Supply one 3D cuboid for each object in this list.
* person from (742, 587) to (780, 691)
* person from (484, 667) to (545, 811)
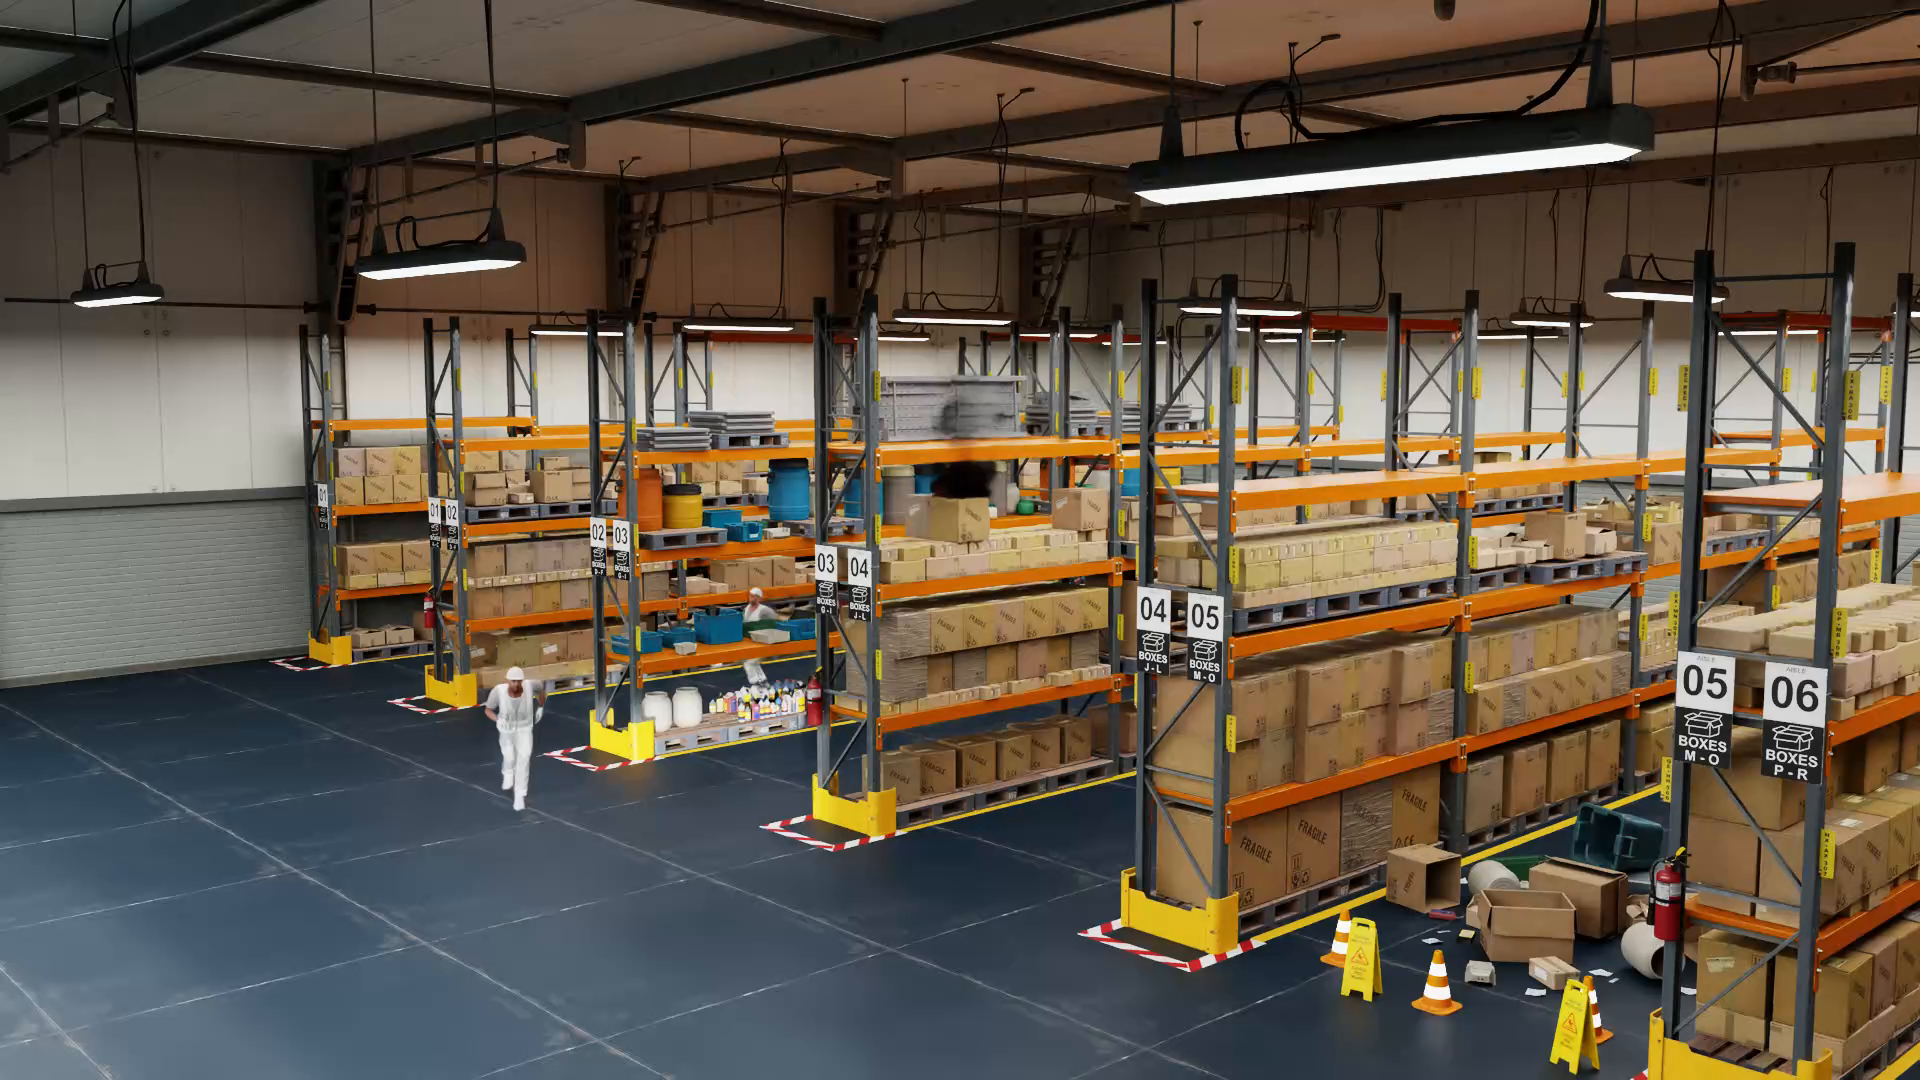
[{"bbox_3d":[-3.222,1.656,25.987,0.630,1.832,0.708,6,8,44],"label":"person"},{"bbox_3d":[-5.367,2.322,20.041,0.727,1.729,1.055,-2,6,-23],"label":"person"}]
